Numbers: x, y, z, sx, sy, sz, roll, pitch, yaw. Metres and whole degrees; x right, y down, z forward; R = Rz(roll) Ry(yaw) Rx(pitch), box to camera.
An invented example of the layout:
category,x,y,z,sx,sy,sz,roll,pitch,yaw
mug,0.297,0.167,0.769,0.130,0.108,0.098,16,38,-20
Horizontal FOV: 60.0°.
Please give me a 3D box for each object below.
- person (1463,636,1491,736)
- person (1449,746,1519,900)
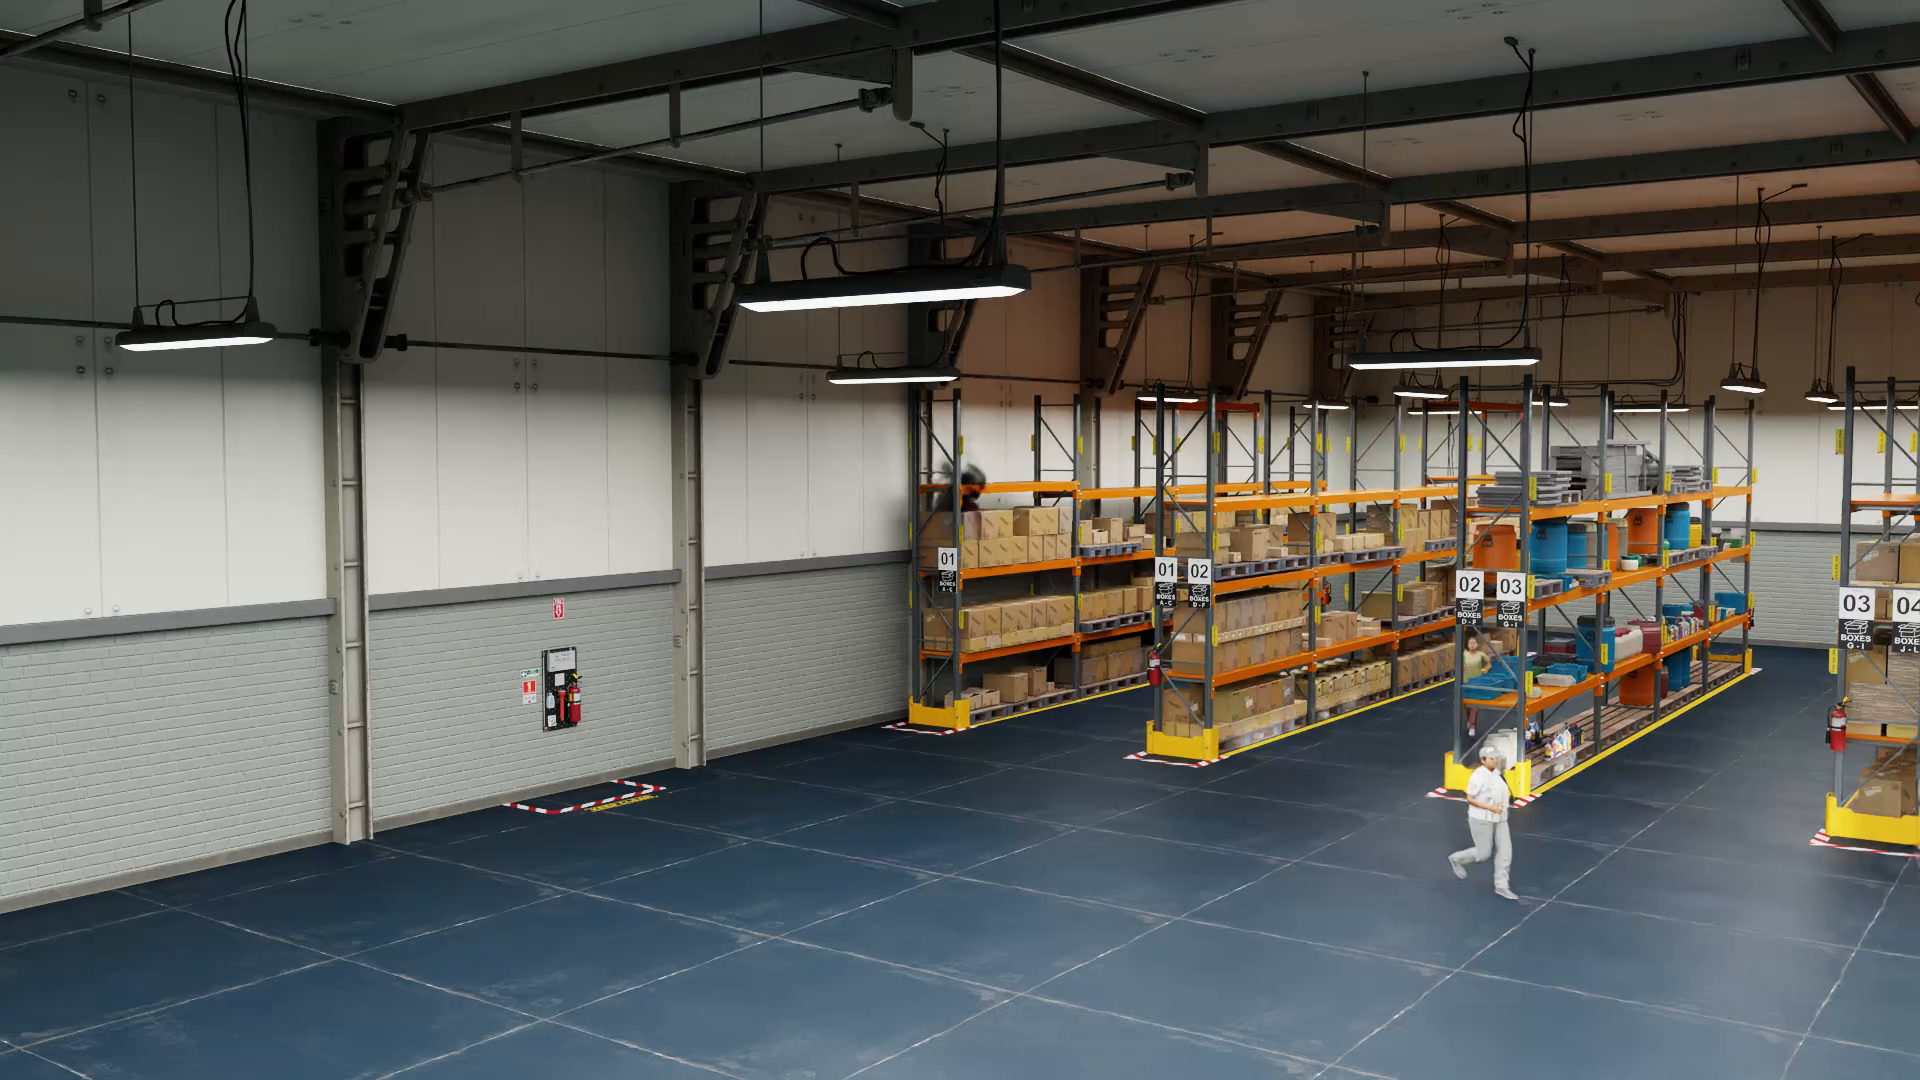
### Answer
category,x,y,z,sx,sy,sz,roll,pitch,yaw
person,8.842,2.496,28.724,0.580,1.664,0.908,1,4,22
person,5.873,3.125,18.557,0.607,1.659,0.849,-2,4,-34
